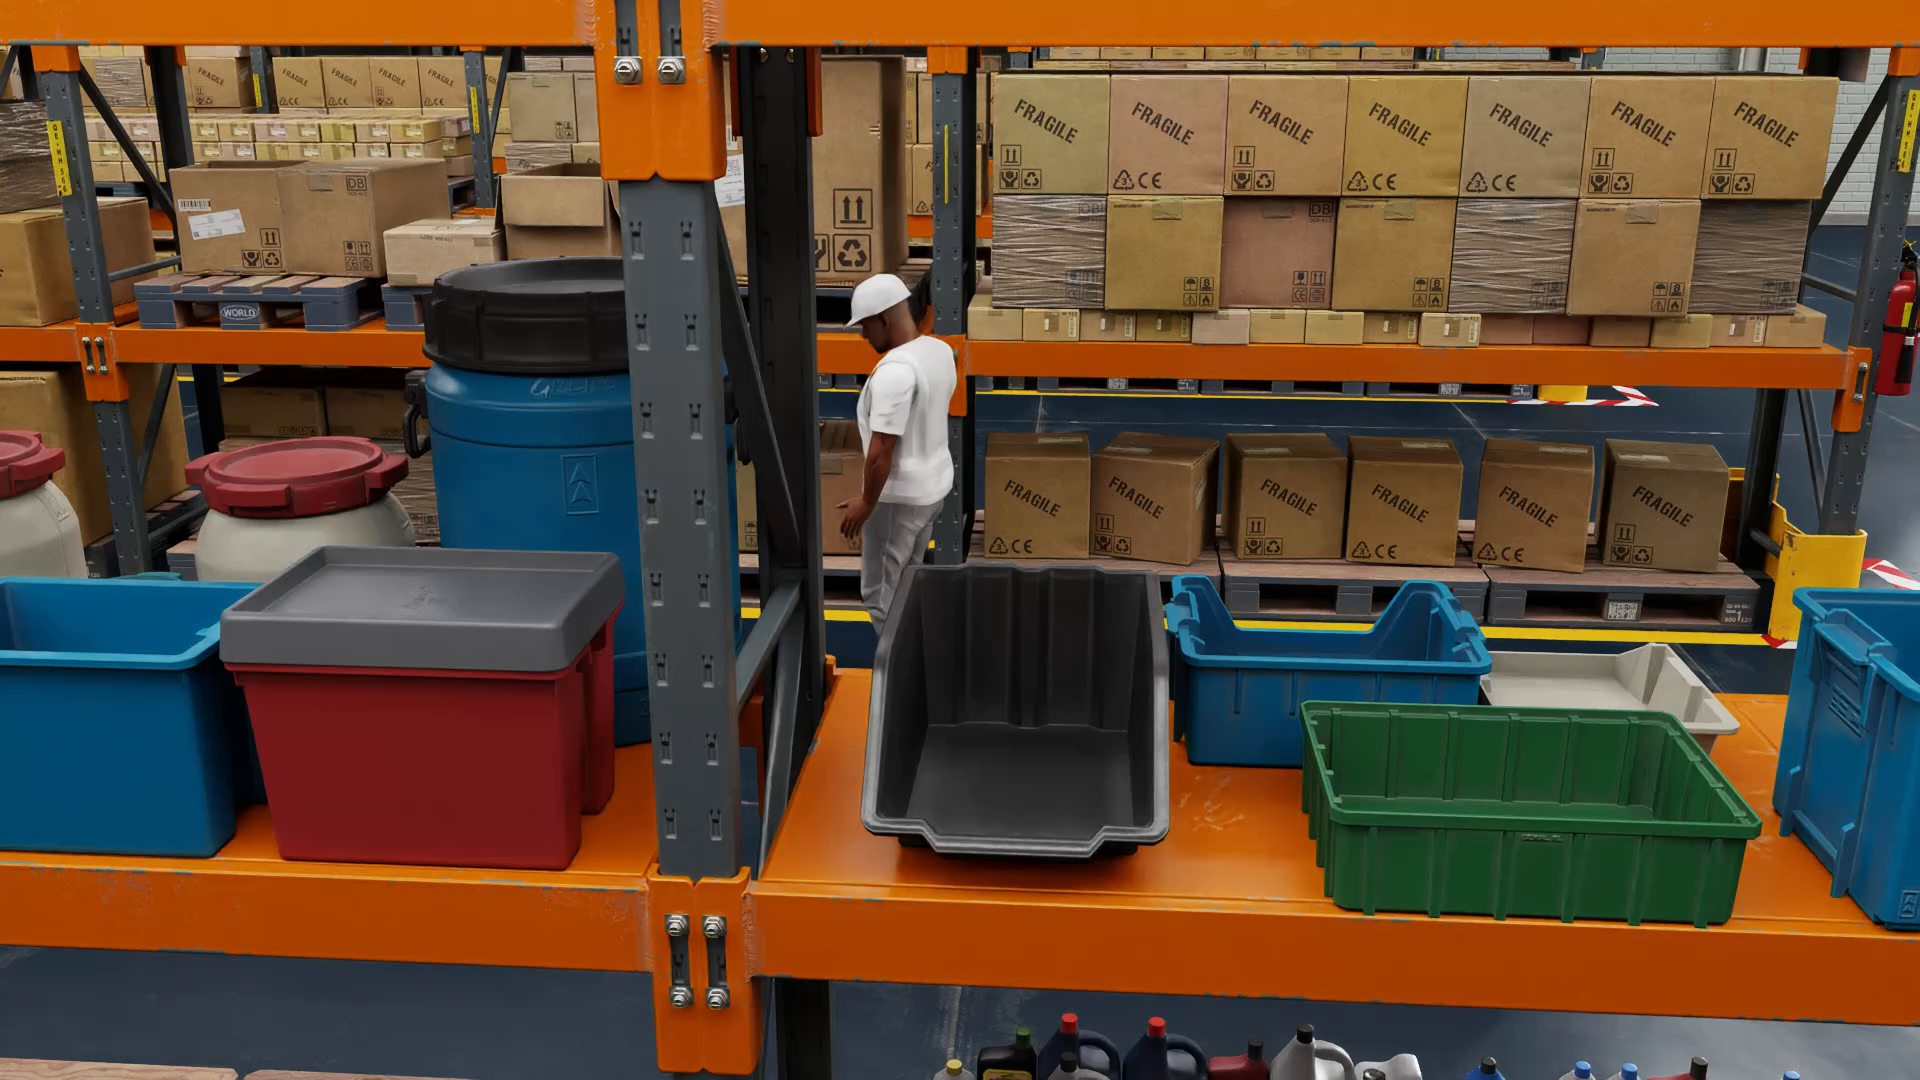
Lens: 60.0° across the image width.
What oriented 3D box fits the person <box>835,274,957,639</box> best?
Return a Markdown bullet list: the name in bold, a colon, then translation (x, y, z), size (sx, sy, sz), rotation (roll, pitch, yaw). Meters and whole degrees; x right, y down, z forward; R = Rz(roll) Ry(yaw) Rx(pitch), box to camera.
- **person**: translation (-0.251, -0.186, 6.641), size (0.396, 1.744, 0.578), rotation (6, 18, 18)
